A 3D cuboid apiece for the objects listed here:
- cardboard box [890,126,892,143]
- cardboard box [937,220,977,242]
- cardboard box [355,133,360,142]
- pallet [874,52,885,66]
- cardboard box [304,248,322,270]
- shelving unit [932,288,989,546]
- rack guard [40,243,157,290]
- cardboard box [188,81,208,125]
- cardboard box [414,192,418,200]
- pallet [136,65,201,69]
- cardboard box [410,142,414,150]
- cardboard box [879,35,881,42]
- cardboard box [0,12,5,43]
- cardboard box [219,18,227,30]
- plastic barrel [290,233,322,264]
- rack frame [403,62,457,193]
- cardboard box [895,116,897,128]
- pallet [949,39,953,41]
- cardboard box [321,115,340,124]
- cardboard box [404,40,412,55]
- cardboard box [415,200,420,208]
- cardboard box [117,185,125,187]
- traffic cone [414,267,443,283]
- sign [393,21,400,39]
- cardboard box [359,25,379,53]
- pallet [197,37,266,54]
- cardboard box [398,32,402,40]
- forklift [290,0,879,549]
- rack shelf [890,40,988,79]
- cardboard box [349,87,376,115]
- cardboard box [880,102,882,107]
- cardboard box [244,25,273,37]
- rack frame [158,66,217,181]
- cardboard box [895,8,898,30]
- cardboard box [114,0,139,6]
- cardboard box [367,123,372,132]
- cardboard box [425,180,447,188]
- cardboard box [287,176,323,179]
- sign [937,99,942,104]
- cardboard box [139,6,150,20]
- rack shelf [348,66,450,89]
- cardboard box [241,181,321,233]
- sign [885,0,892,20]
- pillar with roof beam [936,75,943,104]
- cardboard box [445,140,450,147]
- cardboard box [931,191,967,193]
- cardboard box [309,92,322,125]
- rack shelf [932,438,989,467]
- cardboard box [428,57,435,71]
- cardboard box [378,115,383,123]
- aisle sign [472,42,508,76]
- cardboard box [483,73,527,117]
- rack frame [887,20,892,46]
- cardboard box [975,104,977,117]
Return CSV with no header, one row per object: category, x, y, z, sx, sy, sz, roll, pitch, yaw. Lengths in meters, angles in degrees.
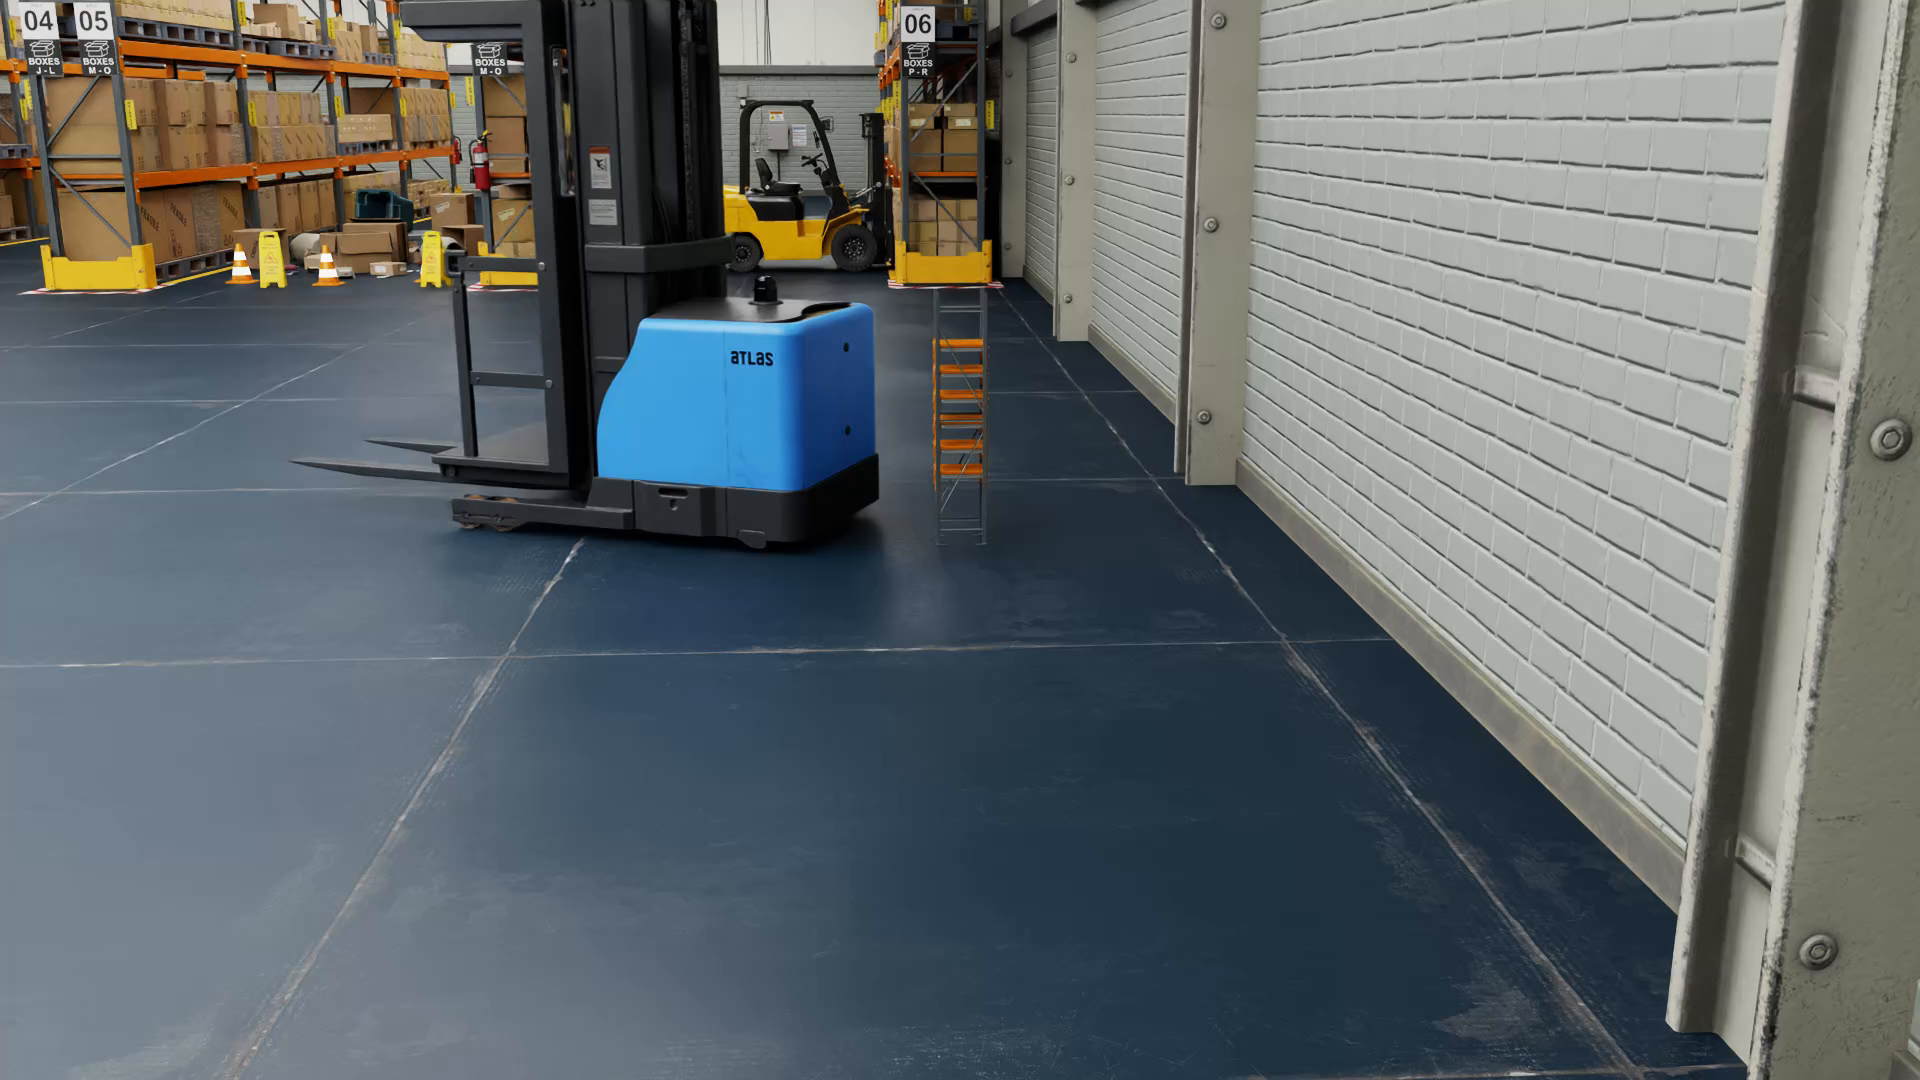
cardboard box,-0.774,-6.015,24.681,0.500,0.250,0.500,-1,14,-5
cardboard box,-0.024,-3.838,20.597,0.500,0.250,0.500,-1,14,-2
cardboard box,-10.483,-6.878,28.401,0.380,0.149,0.250,0,14,-2
pallet,-0.908,-8.529,29.514,1.213,0.211,1.003,-1,14,-3
cardboard box,-8.393,-3.697,21.862,0.396,0.266,0.258,2,15,6
shelving unit,0.001,-0.577,7.863,0.258,1.200,0.189,-1,14,-3
rack guard,-10.089,-3.209,19.495,1.175,0.500,0.348,-1,14,-3
cardboard box,-10.303,-5.652,21.506,0.875,0.550,0.550,-1,14,-3
cardboard box,-10.707,-6.660,32.175,0.380,0.149,0.250,-2,15,-6
pallet,-15.982,-9.579,33.393,1.003,0.211,1.213,-1,14,-3
cardboard box,-10.695,-7.560,31.893,0.380,0.149,0.250,-2,15,-6
cardboard box,-1.261,-9.042,29.994,0.380,0.149,0.250,-1,14,-4
cardboard box,-15.263,-7.992,25.844,0.500,0.500,0.500,-1,14,-2
cardboard box,-9.980,-6.855,22.089,0.380,0.149,0.250,-1,14,-3
plastic barrel,-8.737,-3.914,22.389,0.512,0.421,0.421,10,18,35
rack frame,-11.081,-8.405,34.672,1.000,3.000,0.127,-1,14,-3
cardboard box,-0.675,-5.622,22.355,0.380,0.149,0.250,-1,14,-4
pallet,-0.517,-7.178,24.271,0.805,0.209,1.217,-1,15,-6
cardboard box,-10.421,-6.904,27.306,0.380,0.149,0.250,-1,14,-3
cardboard box,-10.650,-9.279,31.350,0.500,0.250,0.500,-1,14,-4
cardboard box,-10.619,-6.455,31.974,0.380,0.149,0.250,-1,14,-4
cardboard box,-15.731,-6.374,30.201,1.225,0.875,0.875,-1,14,-3
traffic cone,-6.470,-3.385,20.255,0.336,0.463,0.334,-1,14,-3
sign,-10.280,-9.313,30.355,0.100,0.325,0.005,-1,14,-3
cardboard box,-10.920,-9.018,29.994,0.700,0.500,0.500,-1,14,-3
pallet,-10.444,-7.007,23.606,0.805,0.209,1.217,-1,15,-6
cardboard box,-10.593,-9.369,30.899,0.380,0.149,0.250,-2,15,-6
forklift,-1.992,-1.577,8.273,3.031,2.935,1.130,5,15,18
rack shelf,-0.326,-6.206,21.551,1.077,0.370,4.000,-1,14,-3
cardboard box,-11.133,-8.199,31.069,0.500,0.500,0.500,-1,14,-5
cardboard box,-1.341,-8.528,33.351,0.500,0.500,0.500,-1,14,-2
cardboard box,-10.165,-7.356,24.036,0.380,0.149,0.250,-1,14,-3
rack frame,-16.038,-8.353,34.472,1.000,3.000,0.127,-1,14,-3
cardboard box,-0.661,-6.865,21.894,0.396,0.266,0.258,-1,14,-5
cardboard box,-9.864,-6.325,19.231,0.500,0.250,0.500,-1,14,-4
cardboard box,-10.527,-7.212,29.101,0.380,0.149,0.250,-1,14,-3
cardboard box,-10.695,-7.262,33.915,0.380,0.149,0.250,-1,14,-5
cardboard box,-10.890,-5.937,27.750,0.500,0.250,0.500,-1,14,-5
sign,-0.392,-8.159,31.394,0.100,0.325,0.005,-1,14,-3
cardboard box,-9.823,-6.224,19.638,0.380,0.149,0.250,-1,14,-3
rack shelf,-10.958,-9.011,32.454,1.077,0.370,4.000,-1,14,-3
cardboard box,-10.580,-5.159,25.728,1.050,0.750,0.750,-1,14,-3
sign,-0.991,-7.444,23.249,0.100,0.325,0.005,-1,14,-3
pillar with roof beam,-4.757,-12.107,37.022,9.100,9.000,0.400,-1,14,-3
cardboard box,-10.779,-8.206,34.405,0.380,0.149,0.250,-1,14,-3
cardboard box,-0.162,-4.584,22.492,0.500,0.250,0.500,-1,14,-3
cardboard box,-10.568,-6.836,26.367,0.700,0.500,0.500,-1,14,-4
rack shelf,0.001,-0.418,7.904,0.258,0.103,0.180,-1,14,-3
cardboard box,-10.733,-9.425,32.920,0.500,0.250,0.500,0,14,-1
cardboard box,-10.582,-7.552,29.824,0.380,0.149,0.250,-1,14,-5
aisle sign,-5.441,-5.766,19.200,0.394,0.787,0.004,-1,14,-3
cardboard box,-5.405,-5.327,19.907,0.700,0.500,0.500,-1,14,-5
rack frame,-0.698,-9.499,26.888,1.000,3.000,0.127,-1,14,-3
cardboard box,0.036,-5.265,20.370,0.380,0.149,0.250,0,14,-2
